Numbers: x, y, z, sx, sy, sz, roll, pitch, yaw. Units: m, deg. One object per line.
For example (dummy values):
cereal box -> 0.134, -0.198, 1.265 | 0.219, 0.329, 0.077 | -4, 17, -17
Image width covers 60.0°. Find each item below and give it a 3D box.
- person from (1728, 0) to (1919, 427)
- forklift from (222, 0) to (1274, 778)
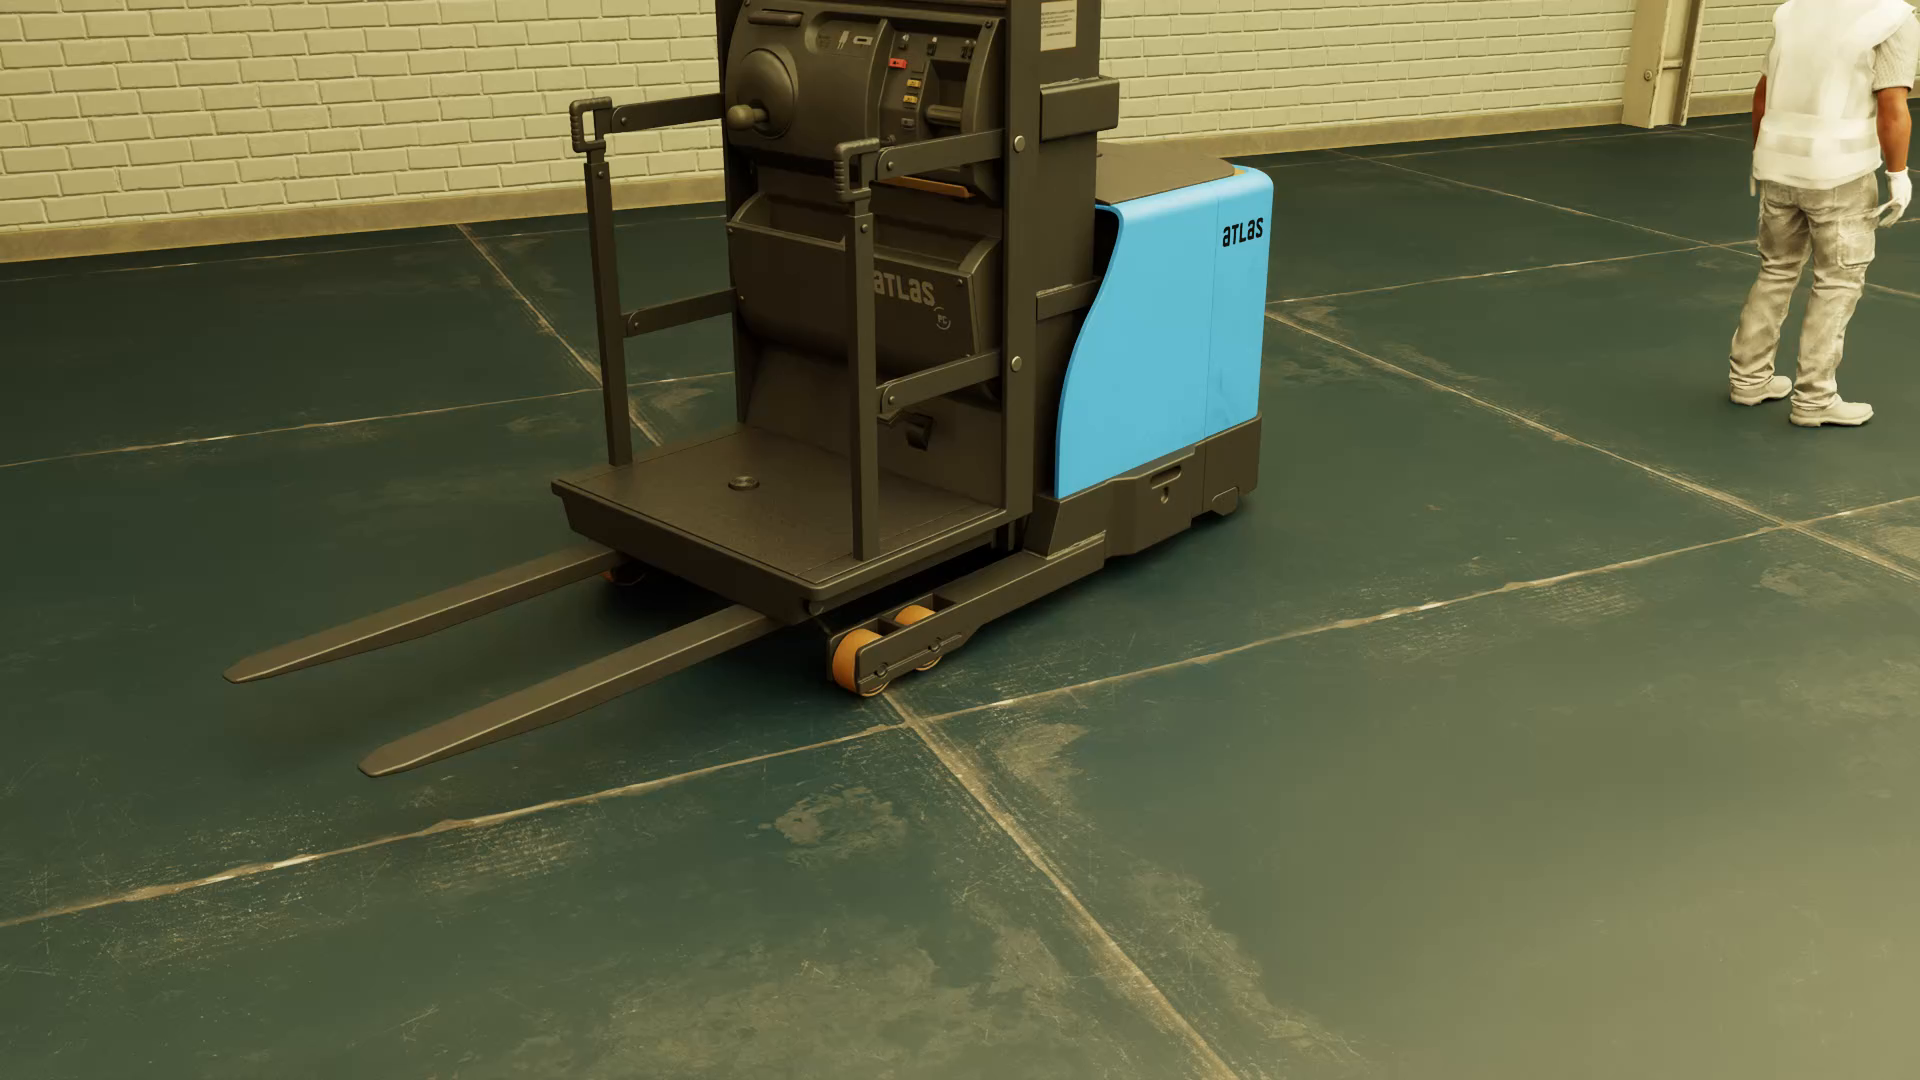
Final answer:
person -> 3.114, -1.326, 5.989 | 0.444, 1.775, 0.629 | -10, 24, -22
forklift -> -0.413, -1.182, 4.131 | 1.130, 2.935, 3.031 | 19, 29, 39
